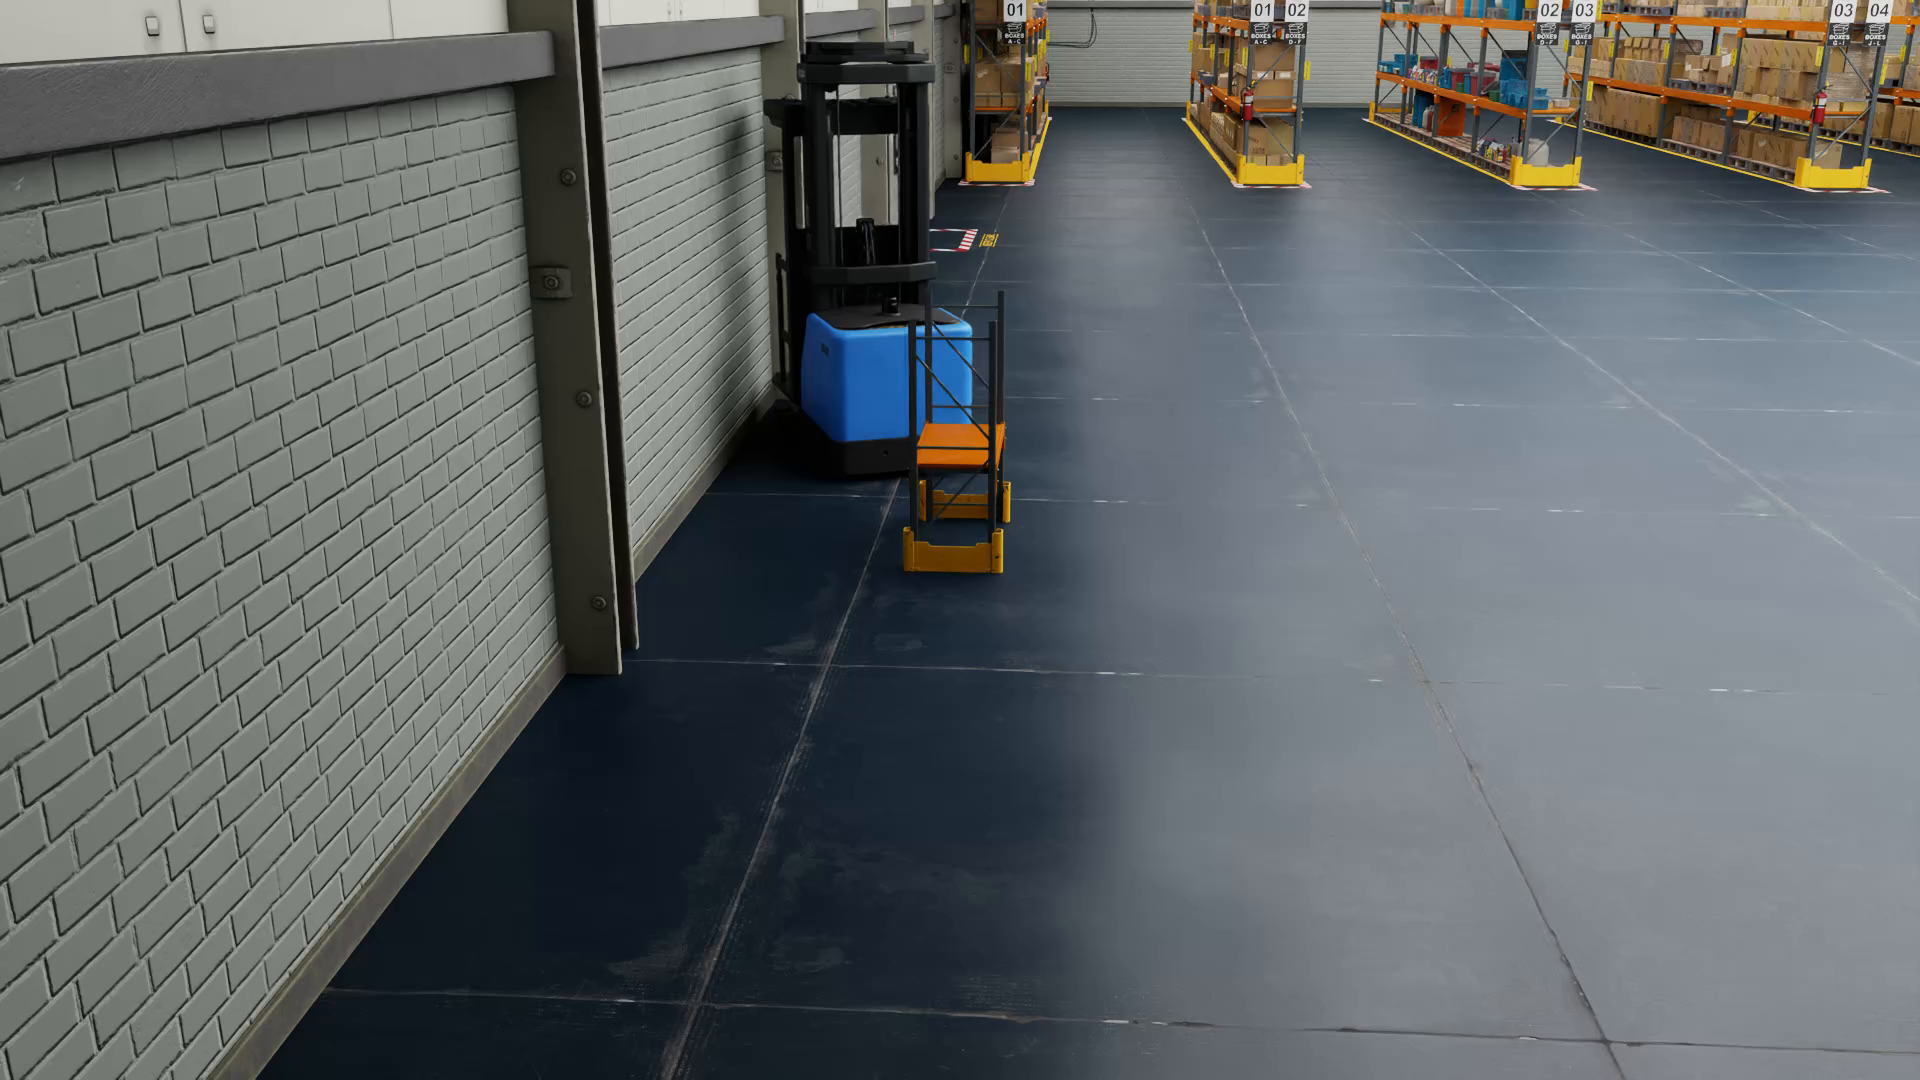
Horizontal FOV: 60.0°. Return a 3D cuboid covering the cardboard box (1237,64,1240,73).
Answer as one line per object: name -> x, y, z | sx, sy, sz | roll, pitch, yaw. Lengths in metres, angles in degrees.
cardboard box -> 5.662, -9.282, 32.731 | 0.380, 0.149, 0.250 | 1, 18, 2

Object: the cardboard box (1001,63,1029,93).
cardboard box -> 1.015, -8.467, 30.450 | 0.500, 0.500, 0.500 | 1, 18, 4

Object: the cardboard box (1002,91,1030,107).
cardboard box -> 1.033, -8.113, 30.575 | 0.500, 0.250, 0.500 | 1, 18, 2

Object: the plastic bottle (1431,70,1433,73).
plastic bottle -> 10.979, -10.783, 38.702 | 0.061, 0.283, 0.133 | 1, 18, 4

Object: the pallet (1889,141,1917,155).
pallet -> 20.885, -8.473, 35.943 | 1.003, 0.211, 1.213 | 1, 18, 4

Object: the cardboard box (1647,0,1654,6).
cardboard box -> 16.201, -12.493, 38.074 | 0.797, 0.503, 0.637 | 1, 18, 3

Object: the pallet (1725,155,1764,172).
pallet -> 15.777, -7.407, 32.689 | 1.003, 0.211, 1.213 | 1, 18, 4

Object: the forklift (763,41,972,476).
forklift -> -0.837, -2.262, 12.619 | 1.130, 2.935, 3.031 | -6, 19, -17

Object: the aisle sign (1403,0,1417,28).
aisle sign -> 12.007, -14.030, 44.248 | 0.394, 0.787, 0.004 | 1, 18, 4

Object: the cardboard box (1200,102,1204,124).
cardboard box -> 6.205, -10.525, 41.033 | 0.500, 0.500, 0.500 | 0, 18, 1

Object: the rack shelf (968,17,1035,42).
rack shelf -> 0.824, -9.735, 31.655 | 1.077, 0.370, 4.000 | 1, 18, 4

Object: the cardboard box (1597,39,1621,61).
cardboard box -> 16.169, -12.157, 41.265 | 0.500, 0.500, 0.500 | 1, 18, 4

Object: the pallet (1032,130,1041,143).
pallet -> 1.386, -9.433, 38.873 | 1.003, 0.211, 1.213 | 1, 18, 4

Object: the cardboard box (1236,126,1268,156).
cardboard box -> 5.364, -7.344, 30.555 | 0.500, 0.500, 0.500 | 1, 18, 4

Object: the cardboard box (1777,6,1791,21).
cardboard box -> 15.393, -9.679, 30.568 | 0.500, 0.250, 0.500 | 1, 18, 3

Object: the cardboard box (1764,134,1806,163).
cardboard box -> 15.721, -7.457, 31.704 | 0.500, 0.500, 0.500 | 0, 18, -1

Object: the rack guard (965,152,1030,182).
rack guard -> 0.686, -6.866, 30.576 | 1.175, 0.500, 0.348 | 1, 18, 4

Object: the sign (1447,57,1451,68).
sign -> 11.971, -11.655, 40.731 | 0.100, 0.325, 0.005 | 1, 18, 4

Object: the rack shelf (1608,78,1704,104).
rack shelf -> 16.220, -10.463, 38.692 | 1.077, 0.370, 4.000 | 1, 18, 4

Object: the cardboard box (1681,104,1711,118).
cardboard box -> 16.058, -9.352, 36.252 | 0.500, 0.250, 0.500 | 2, 18, 6

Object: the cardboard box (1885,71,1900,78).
cardboard box -> 20.593, -10.285, 36.724 | 0.380, 0.149, 0.250 | 2, 18, 5

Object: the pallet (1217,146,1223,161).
pallet -> 5.923, -8.068, 34.707 | 1.003, 0.211, 1.213 | 1, 18, 4

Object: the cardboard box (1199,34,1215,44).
cardboard box -> 6.295, -12.493, 41.966 | 0.500, 0.500, 0.500 | 1, 18, 3

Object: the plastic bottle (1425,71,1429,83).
plastic bottle -> 10.821, -10.729, 38.536 | 0.061, 0.283, 0.133 | 1, 18, 4

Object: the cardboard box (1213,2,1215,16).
cardboard box -> 6.230, -12.174, 37.780 | 0.910, 0.500, 0.500 | 1, 18, 4

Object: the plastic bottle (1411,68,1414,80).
plastic bottle -> 10.964, -11.263, 40.186 | 0.097, 0.271, 0.097 | 0, 18, 0

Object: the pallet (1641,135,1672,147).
pallet -> 16.208, -9.102, 37.861 | 1.003, 0.211, 1.213 | 1, 18, 4

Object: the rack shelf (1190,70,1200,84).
rack shelf -> 6.626, -11.928, 43.162 | 1.077, 0.370, 4.000 | 1, 18, 4

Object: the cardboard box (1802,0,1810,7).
cardboard box -> 15.252, -9.580, 29.626 | 0.380, 0.149, 0.250 | 1, 18, 4

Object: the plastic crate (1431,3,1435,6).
plastic crate -> 11.785, -13.280, 41.526 | 0.497, 0.269, 0.590 | 1, 18, 4

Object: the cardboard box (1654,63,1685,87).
cardboard box -> 15.865, -10.390, 37.154 | 0.500, 0.500, 0.500 | 2, 18, 6

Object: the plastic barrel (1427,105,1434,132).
plastic barrel -> 11.235, -9.851, 38.868 | 0.600, 0.588, 0.708 | 1, 18, 4

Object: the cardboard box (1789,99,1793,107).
cardboard box -> 15.395, -7.983, 30.373 | 0.380, 0.149, 0.250 | 1, 18, 4

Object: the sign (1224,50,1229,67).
sign -> 5.367, -9.685, 33.432 | 0.100, 0.325, 0.005 | 1, 18, 4

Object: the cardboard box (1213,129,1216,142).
cardboard box -> 5.799, -8.825, 36.280 | 0.500, 0.250, 0.500 | 1, 18, 2

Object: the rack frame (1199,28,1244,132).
rack frame -> 6.482, -11.648, 41.155 | 1.000, 3.000, 0.127 | 1, 18, 4

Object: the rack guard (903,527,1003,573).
rack guard -> -0.041, 0.060, 9.840 | 0.587, 0.250, 0.087 | 1, 18, 4

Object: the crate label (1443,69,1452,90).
crate label -> 10.795, -10.009, 36.093 | 0.502, 0.435, 0.616 | 1, 18, 4

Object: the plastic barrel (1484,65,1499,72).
plastic barrel -> 11.220, -9.771, 35.207 | 0.433, 0.535, 0.433 | 0, 18, 0

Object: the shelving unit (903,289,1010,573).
shelving unit -> -0.005, -0.689, 10.117 | 0.587, 1.500, 1.083 | 1, 18, 4

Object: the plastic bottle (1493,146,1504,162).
plastic bottle -> 10.302, -7.382, 31.803 | 0.152, 0.276, 0.135 | 1, 18, 4

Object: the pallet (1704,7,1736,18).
pallet -> 16.011, -10.789, 34.017 | 1.213, 0.211, 1.003 | 1, 18, 4

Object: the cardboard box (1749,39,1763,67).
cardboard box -> 15.469, -9.316, 31.793 | 0.500, 0.500, 0.500 | 1, 18, 4

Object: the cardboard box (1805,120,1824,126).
cardboard box -> 20.991, -10.258, 40.816 | 0.380, 0.149, 0.250 | 2, 18, 5

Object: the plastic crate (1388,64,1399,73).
plastic crate -> 11.248, -12.156, 42.878 | 0.416, 0.233, 0.300 | 1, 18, 4

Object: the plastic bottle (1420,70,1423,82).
plastic bottle -> 10.884, -10.915, 39.123 | 0.097, 0.271, 0.097 | 0, 18, 0

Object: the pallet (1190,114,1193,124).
pallet -> 6.708, -11.294, 44.552 | 1.003, 0.211, 1.213 | 1, 18, 4

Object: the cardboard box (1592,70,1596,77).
cardboard box -> 16.131, -11.728, 41.802 | 0.380, 0.149, 0.250 | 2, 18, 5

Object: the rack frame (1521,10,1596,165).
rack frame -> 10.563, -7.810, 29.439 | 1.000, 3.000, 0.127 | 1, 18, 4
